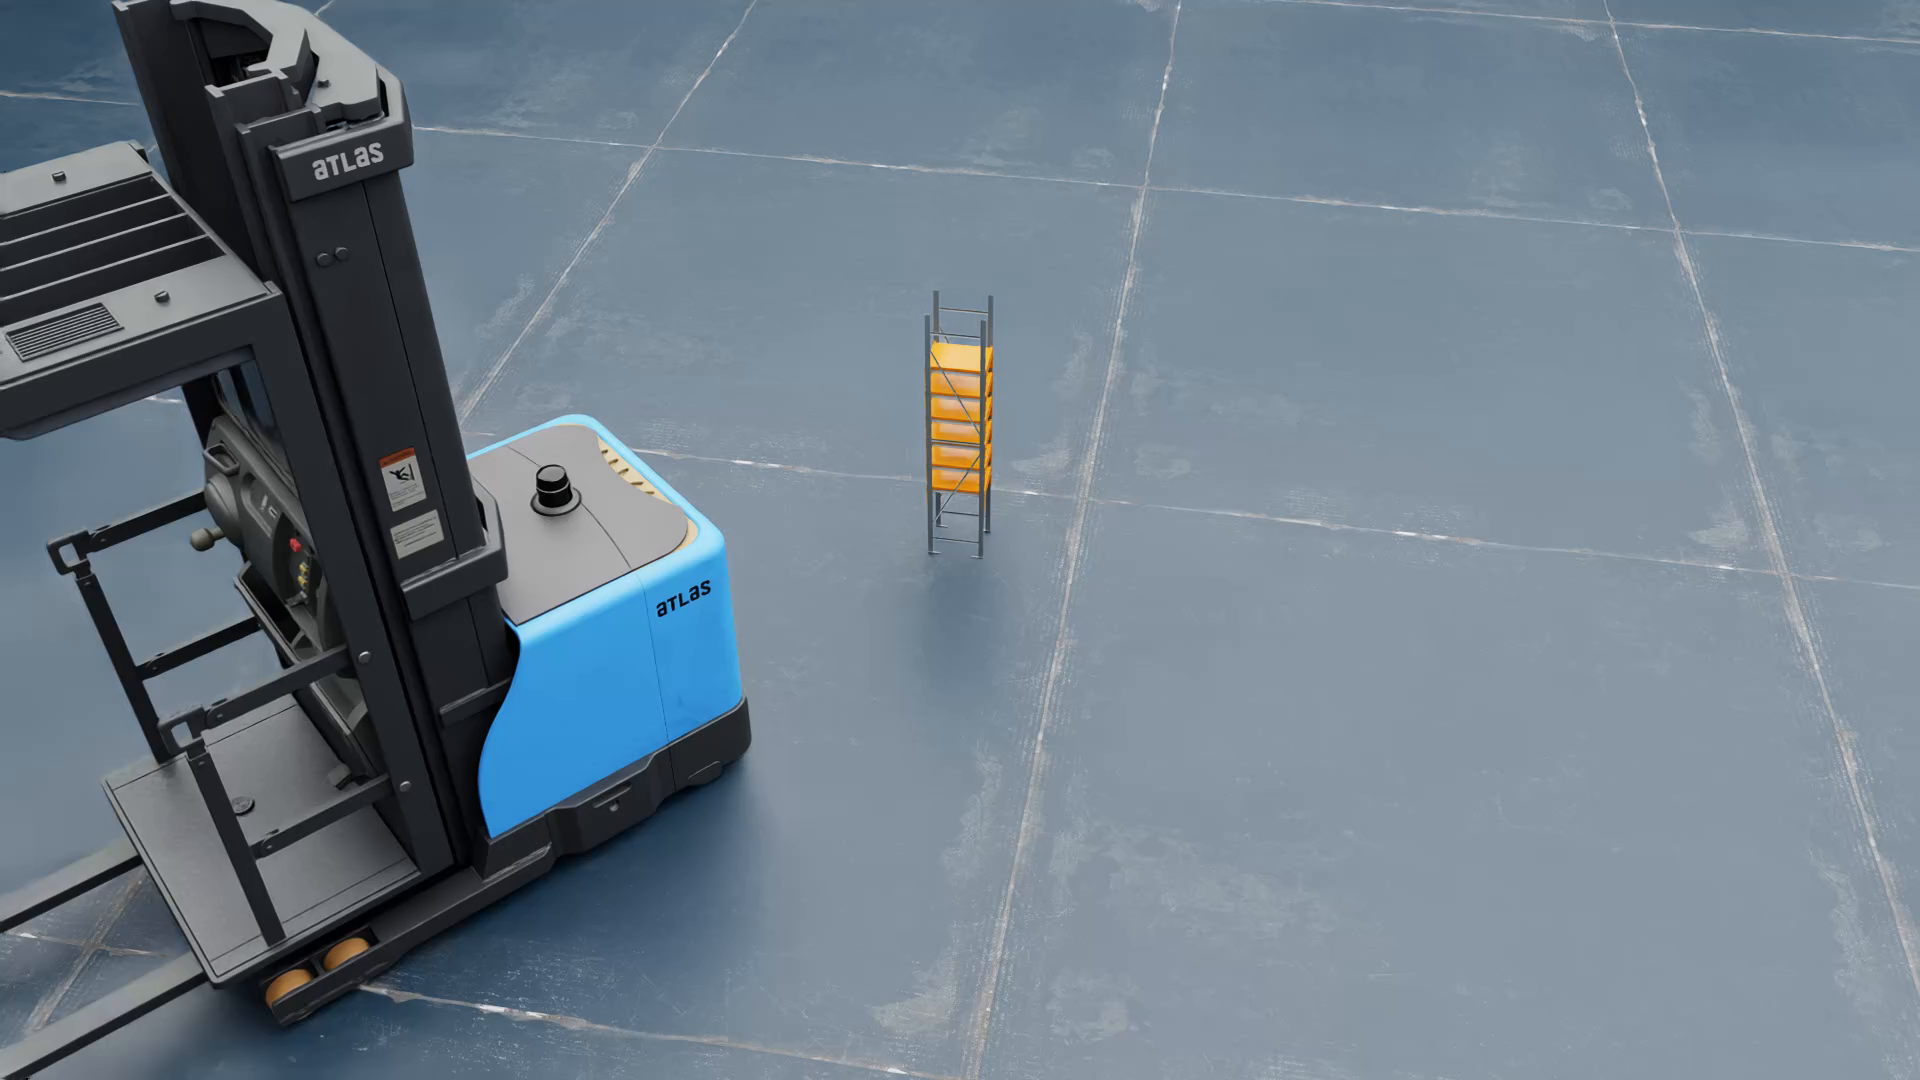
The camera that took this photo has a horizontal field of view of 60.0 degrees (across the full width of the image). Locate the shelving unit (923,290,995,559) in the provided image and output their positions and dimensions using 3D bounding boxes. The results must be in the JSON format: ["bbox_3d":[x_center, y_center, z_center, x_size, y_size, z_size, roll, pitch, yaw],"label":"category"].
[{"bbox_3d":[-0.002,-0.453,6.857,0.258,1.200,0.189,6,40,8],"label":"shelving unit"}]

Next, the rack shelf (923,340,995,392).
[{"bbox_3d":[-0.002,-0.697,6.656,0.258,0.103,0.180,6,40,8],"label":"rack shelf"}]

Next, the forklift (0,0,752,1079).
[{"bbox_3d":[-2.241,0.040,4.901,3.031,2.935,1.130,-28,47,-29],"label":"forklift"}]

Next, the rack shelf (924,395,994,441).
[{"bbox_3d":[-0.002,-0.512,6.809,0.258,0.103,0.180,6,40,8],"label":"rack shelf"}]

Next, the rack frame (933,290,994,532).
[{"bbox_3d":[0.013,-0.511,6.926,0.240,1.200,0.006,6,40,8],"label":"rack frame"}]

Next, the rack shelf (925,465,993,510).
[{"bbox_3d":[-0.003,-0.234,7.038,0.258,0.103,0.180,6,40,8],"label":"rack shelf"}]

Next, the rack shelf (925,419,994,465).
[{"bbox_3d":[-0.002,-0.419,6.885,0.258,0.103,0.180,6,40,8],"label":"rack shelf"}]

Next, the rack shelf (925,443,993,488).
[{"bbox_3d":[-0.003,-0.327,6.961,0.258,0.103,0.180,6,40,8],"label":"rack shelf"}]

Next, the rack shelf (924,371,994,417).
[{"bbox_3d":[-0.002,-0.604,6.732,0.258,0.103,0.180,6,40,8],"label":"rack shelf"}]

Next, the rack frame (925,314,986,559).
[{"bbox_3d":[-0.018,-0.396,6.787,0.240,1.200,0.006,6,40,8],"label":"rack frame"}]
